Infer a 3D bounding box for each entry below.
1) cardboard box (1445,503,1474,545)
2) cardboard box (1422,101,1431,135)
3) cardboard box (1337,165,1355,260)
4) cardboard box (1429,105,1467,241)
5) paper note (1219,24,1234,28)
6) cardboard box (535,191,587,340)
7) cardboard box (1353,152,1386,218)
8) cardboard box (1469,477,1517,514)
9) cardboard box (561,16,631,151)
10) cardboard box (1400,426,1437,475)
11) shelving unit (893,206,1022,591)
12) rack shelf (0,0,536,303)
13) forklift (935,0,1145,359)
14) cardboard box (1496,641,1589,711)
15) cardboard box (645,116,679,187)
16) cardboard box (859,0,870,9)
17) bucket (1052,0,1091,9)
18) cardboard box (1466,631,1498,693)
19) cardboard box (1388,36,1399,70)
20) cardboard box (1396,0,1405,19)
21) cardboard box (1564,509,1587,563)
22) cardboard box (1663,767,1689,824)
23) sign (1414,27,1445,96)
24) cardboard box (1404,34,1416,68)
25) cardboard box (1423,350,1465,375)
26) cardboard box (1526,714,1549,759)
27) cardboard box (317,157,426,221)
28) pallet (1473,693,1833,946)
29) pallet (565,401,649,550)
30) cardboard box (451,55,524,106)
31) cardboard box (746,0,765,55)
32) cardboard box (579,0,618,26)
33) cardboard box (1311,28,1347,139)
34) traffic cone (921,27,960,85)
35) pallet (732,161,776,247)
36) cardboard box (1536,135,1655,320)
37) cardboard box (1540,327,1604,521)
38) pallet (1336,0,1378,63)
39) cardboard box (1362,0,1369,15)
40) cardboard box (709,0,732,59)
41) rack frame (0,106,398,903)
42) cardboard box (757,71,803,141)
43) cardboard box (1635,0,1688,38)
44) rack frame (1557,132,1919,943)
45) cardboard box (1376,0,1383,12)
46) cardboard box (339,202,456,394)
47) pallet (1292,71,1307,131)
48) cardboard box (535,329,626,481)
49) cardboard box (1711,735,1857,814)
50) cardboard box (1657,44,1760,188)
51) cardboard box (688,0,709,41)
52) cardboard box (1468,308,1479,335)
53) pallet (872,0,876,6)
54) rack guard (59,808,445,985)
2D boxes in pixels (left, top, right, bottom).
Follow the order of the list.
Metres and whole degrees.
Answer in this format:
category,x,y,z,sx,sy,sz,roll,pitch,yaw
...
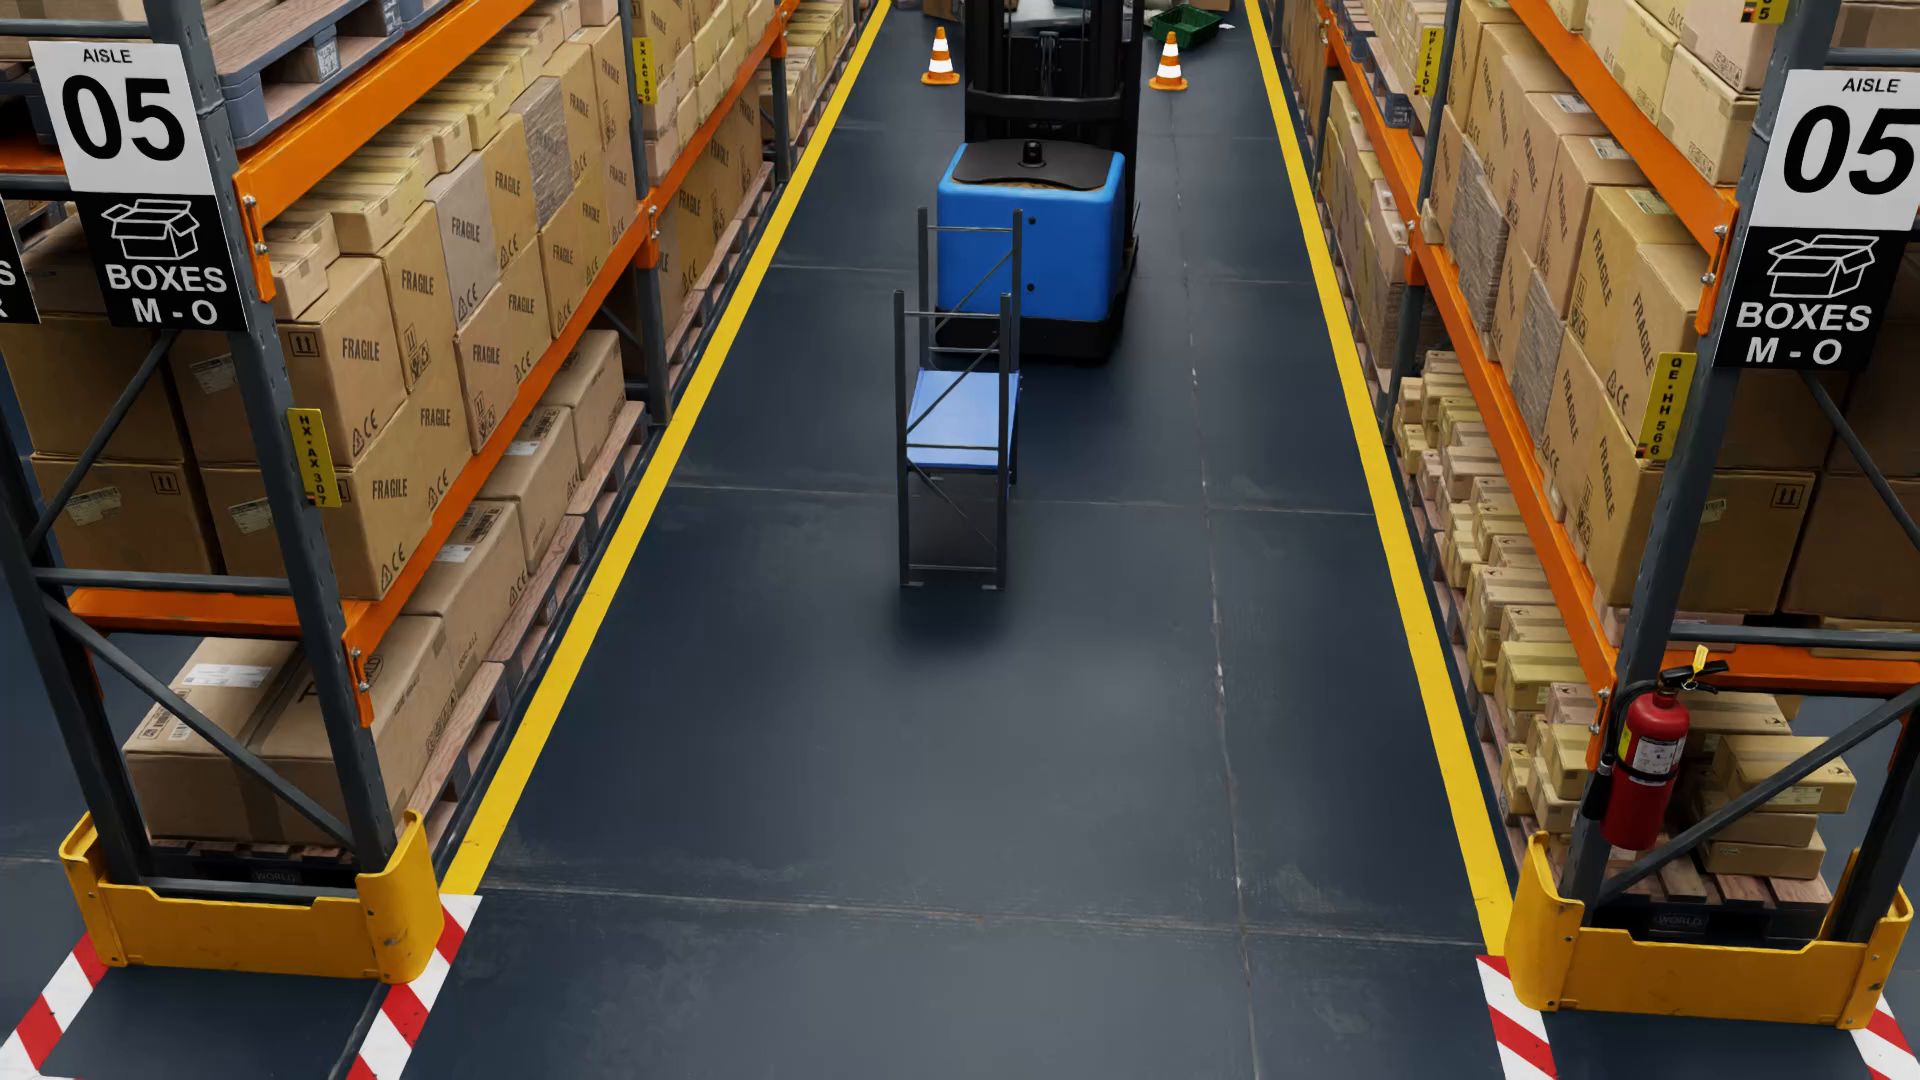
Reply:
category,x,y,z,sx,sy,sz,roll,pitch,yaw
cardboard box,2.403,-0.034,7.480,0.380,0.149,0.250,2,32,4
cardboard box,2.676,-2.220,8.833,0.380,0.149,0.250,3,32,4
cardboard box,2.760,-2.112,10.801,0.500,0.500,0.500,2,32,3
cardboard box,2.529,-1.718,7.799,0.500,0.500,0.500,2,32,3
paper note,2.624,-5.106,16.506,0.147,0.020,0.142,-20,37,-29
cardboard box,-1.967,-1.212,7.261,0.500,0.500,0.500,2,32,3
cardboard box,2.714,-2.176,10.189,0.500,0.250,0.500,1,32,2
cardboard box,2.493,-0.155,7.392,0.380,0.149,0.250,1,32,2
cardboard box,-1.884,-2.165,7.855,0.500,0.500,0.500,2,32,4
cardboard box,2.449,-0.446,8.431,0.380,0.149,0.250,3,32,5
shelving unit,0.007,-0.683,7.929,0.538,1.500,1.048,2,32,4
rack shelf,-2.284,-1.880,6.268,1.077,0.370,4.000,2,32,4
forklift,0.615,-3.081,10.456,1.130,2.935,3.031,5,32,8
cardboard box,2.258,0.519,6.298,0.380,0.149,0.250,2,32,3
cardboard box,-1.822,-2.110,8.958,0.500,0.250,0.500,2,32,3
cardboard box,-1.152,-5.444,16.445,0.500,0.250,0.500,1,32,2
bucket,1.185,-5.403,15.829,0.726,0.611,0.620,14,44,21
cardboard box,2.323,0.507,6.886,0.380,0.149,0.250,1,32,2
cardboard box,2.780,-2.905,9.944,0.380,0.149,0.250,1,32,2
cardboard box,2.786,-3.162,9.794,0.380,0.149,0.250,2,32,3
cardboard box,2.303,-0.041,5.697,0.380,0.149,0.250,2,32,4
cardboard box,2.797,0.929,6.200,0.380,0.149,0.250,2,32,4
sign,2.267,-2.311,8.038,0.100,0.325,0.005,2,32,4
cardboard box,2.740,-2.758,9.422,0.380,0.149,0.250,1,32,1
cardboard box,2.586,-0.844,8.510,0.380,0.149,0.250,4,32,6
cardboard box,2.329,0.781,6.158,0.380,0.149,0.250,2,32,3
cardboard box,-2.053,-1.191,5.657,0.380,0.149,0.250,1,32,2
pallet,2.603,1.019,6.395,1.003,0.211,1.213,2,32,4
pallet,-2.261,-0.374,8.655,1.003,0.211,1.213,2,32,4
cardboard box,-1.996,-1.859,6.741,0.380,0.149,0.250,2,32,3
cardboard box,-1.604,-3.440,11.115,0.500,0.250,0.500,3,32,5
cardboard box,-1.829,-2.525,7.821,0.380,0.149,0.250,2,32,3
cardboard box,3.286,-3.424,12.691,1.050,0.750,0.750,2,32,3
traffic cone,-0.175,-4.350,14.868,0.336,0.463,0.334,2,32,4
pallet,-1.935,-2.451,12.025,1.003,0.211,1.213,2,32,4
cardboard box,2.359,-1.087,5.823,0.500,0.500,0.500,4,32,6
cardboard box,2.322,-0.389,5.644,0.500,0.500,0.500,2,32,3
pallet,3.195,-3.429,11.138,1.213,0.211,1.003,2,32,4
cardboard box,2.887,-3.594,11.063,0.380,0.149,0.250,4,32,6
cardboard box,-1.683,-3.123,10.125,0.500,0.250,0.500,2,32,2
rack frame,-2.447,0.136,5.170,1.000,3.000,0.127,2,32,4
cardboard box,-1.739,-3.402,13.015,0.950,0.372,0.625,0,32,1
cardboard box,2.319,-1.650,4.876,0.500,0.250,0.500,2,32,3
rack frame,2.495,0.295,4.912,1.000,3.000,0.127,2,32,4
cardboard box,2.848,-3.429,10.511,0.380,0.149,0.250,3,32,4
cardboard box,-2.089,-0.841,5.707,0.500,0.500,0.500,2,32,3
pallet,3.388,-3.746,14.128,1.003,0.211,1.213,2,32,4
cardboard box,-2.279,-0.719,8.600,0.875,0.438,0.875,2,32,3
cardboard box,2.876,0.817,5.815,0.380,0.149,0.250,1,32,2
cardboard box,2.269,-1.167,4.569,0.500,0.250,0.500,2,32,3
cardboard box,-1.741,-3.171,9.487,0.500,0.500,0.500,2,32,3
cardboard box,2.442,-1.005,7.261,0.380,0.149,0.250,3,32,5
pallet,-1.353,-5.944,17.693,1.003,0.211,1.213,2,32,4
rack guard,-2.449,1.213,5.805,1.175,0.500,0.348,2,32,4
